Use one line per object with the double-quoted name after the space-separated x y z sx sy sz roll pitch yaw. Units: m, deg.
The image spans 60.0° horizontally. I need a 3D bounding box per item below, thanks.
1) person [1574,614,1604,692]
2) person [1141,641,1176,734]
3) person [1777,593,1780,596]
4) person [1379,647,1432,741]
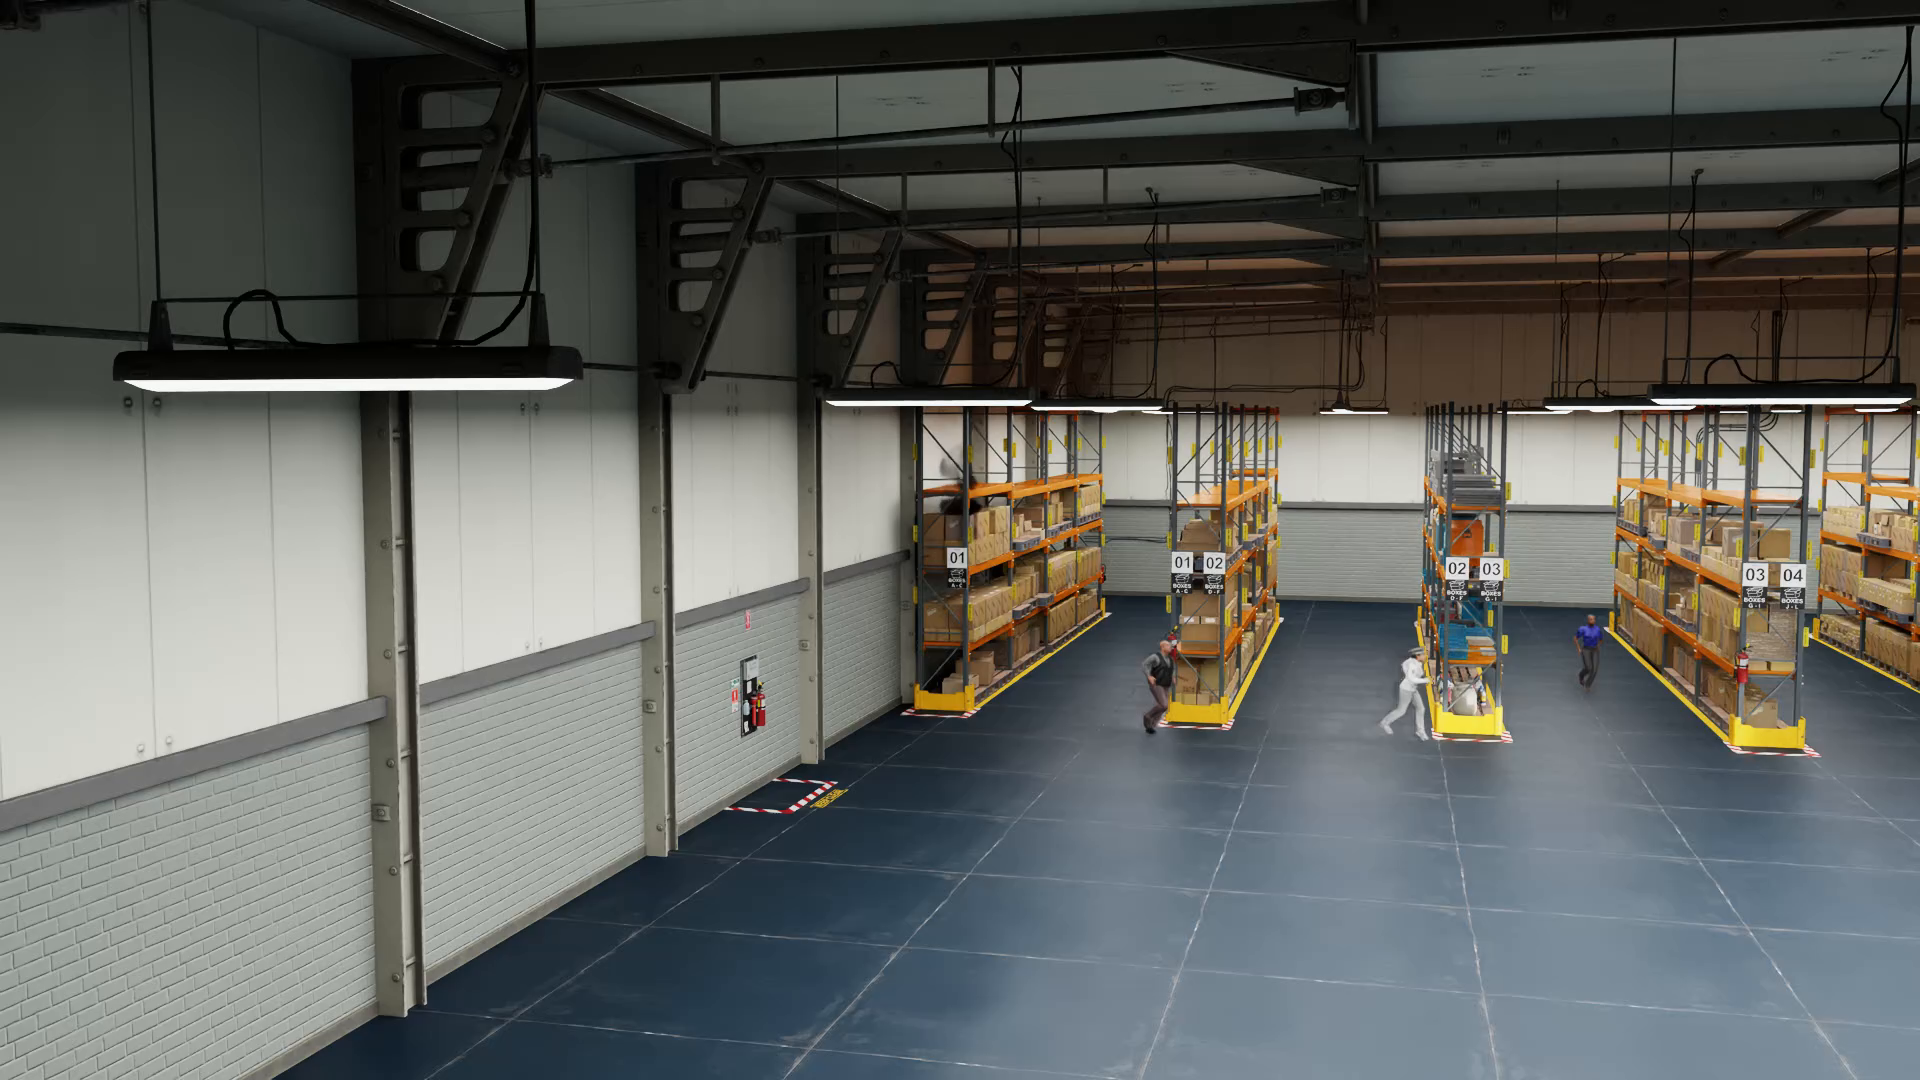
13.155 2.360 34.699 0.569 1.617 0.553 0 4 2 "person"
3.679 2.667 30.189 0.679 1.672 0.522 -4 6 -41 "person"
20.490 1.860 41.272 0.543 1.624 0.555 1 4 13 "person"
7.947 2.731 29.628 0.928 1.705 0.646 2 5 26 "person"
